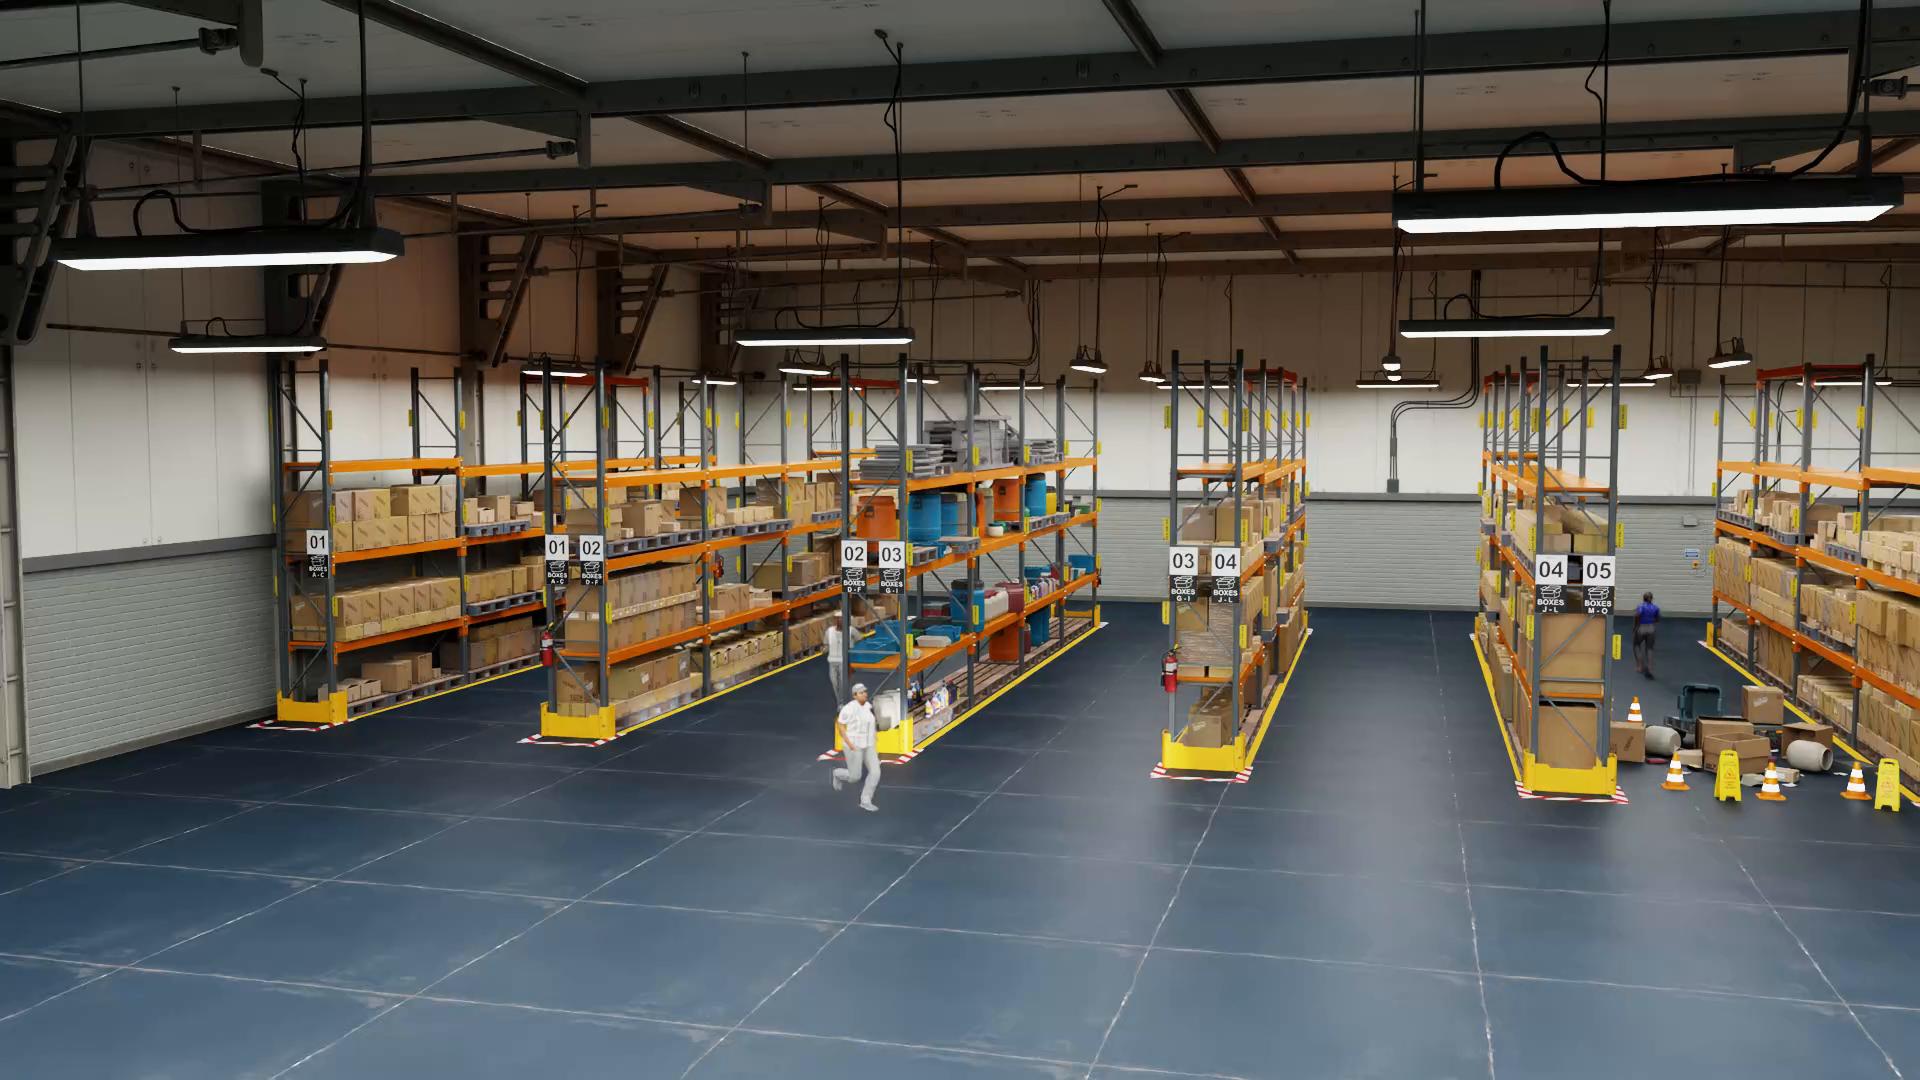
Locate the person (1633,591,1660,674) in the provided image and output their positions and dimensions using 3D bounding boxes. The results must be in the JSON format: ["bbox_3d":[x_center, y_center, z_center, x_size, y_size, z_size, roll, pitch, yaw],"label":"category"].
[{"bbox_3d":[13.491,1.823,32.764,0.544,1.638,0.651,0,4,5],"label":"person"}]

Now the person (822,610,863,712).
[{"bbox_3d":[-2.038,2.091,28.214,0.662,1.782,0.644,1,4,14],"label":"person"}]

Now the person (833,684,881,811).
[{"bbox_3d":[-1.324,2.663,21.515,0.608,1.632,0.711,-4,5,-41],"label":"person"}]
